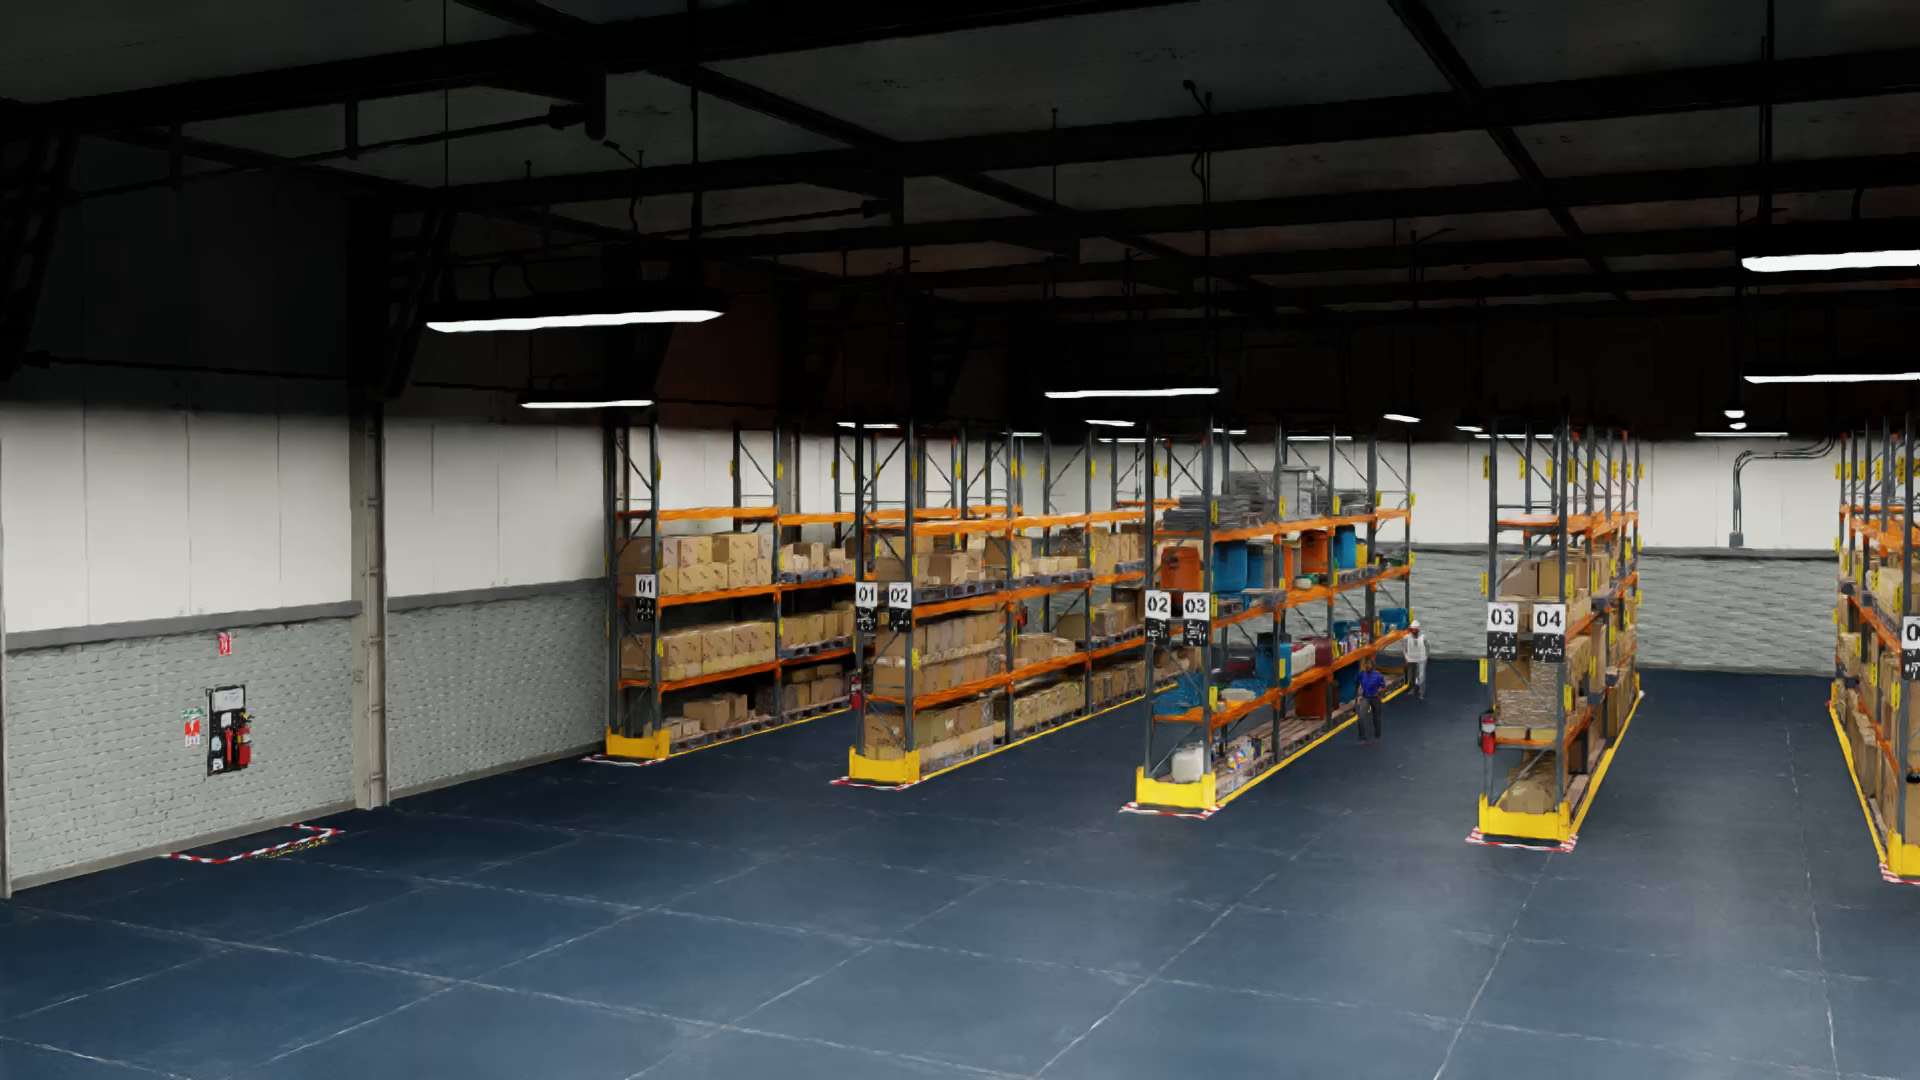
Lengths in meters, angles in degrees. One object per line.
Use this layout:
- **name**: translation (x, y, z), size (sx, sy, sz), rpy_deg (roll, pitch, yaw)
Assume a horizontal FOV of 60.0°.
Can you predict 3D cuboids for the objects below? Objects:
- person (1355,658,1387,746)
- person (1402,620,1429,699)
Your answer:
- **person**: translation (7.487, 2.938, 30.335), size (0.601, 1.567, 0.853), rpy_deg (1, 3, 21)
- **person**: translation (9.961, 2.601, 36.378), size (0.562, 1.696, 1.056), rpy_deg (1, 3, 18)
